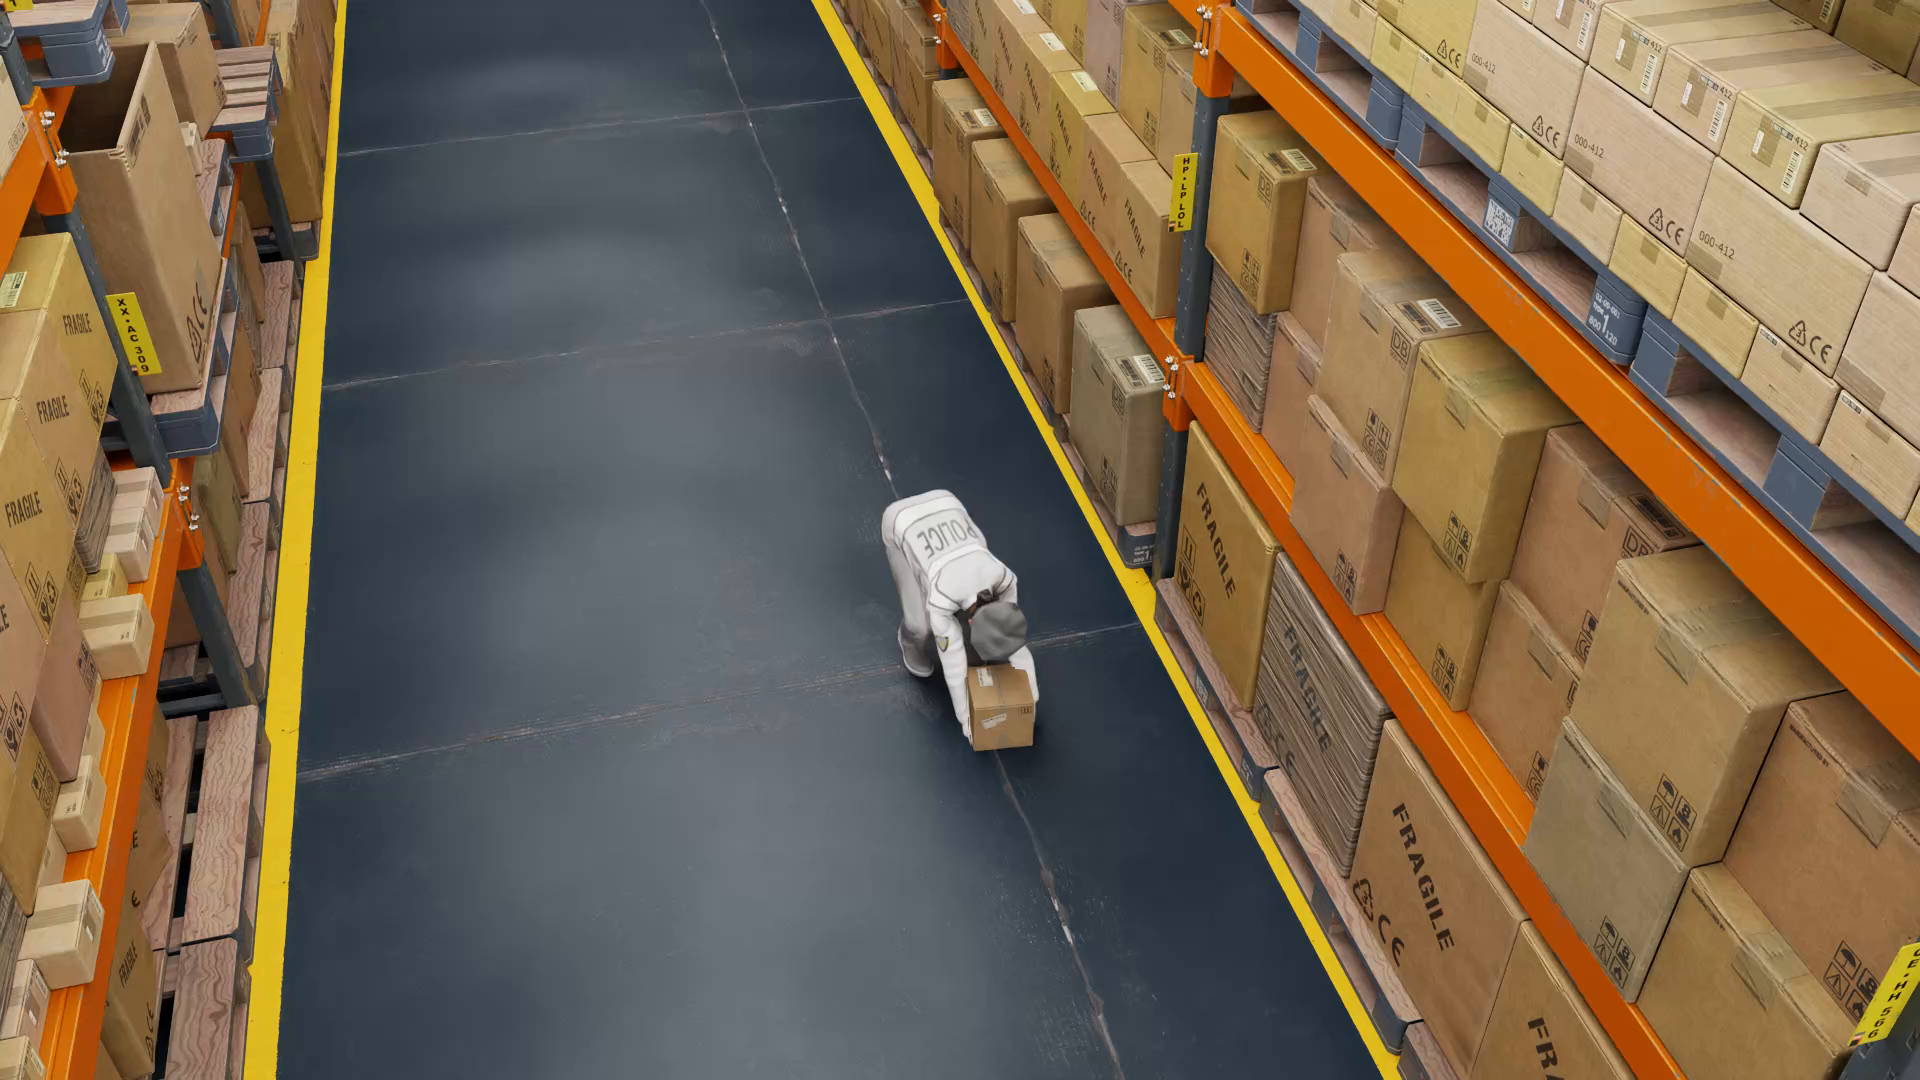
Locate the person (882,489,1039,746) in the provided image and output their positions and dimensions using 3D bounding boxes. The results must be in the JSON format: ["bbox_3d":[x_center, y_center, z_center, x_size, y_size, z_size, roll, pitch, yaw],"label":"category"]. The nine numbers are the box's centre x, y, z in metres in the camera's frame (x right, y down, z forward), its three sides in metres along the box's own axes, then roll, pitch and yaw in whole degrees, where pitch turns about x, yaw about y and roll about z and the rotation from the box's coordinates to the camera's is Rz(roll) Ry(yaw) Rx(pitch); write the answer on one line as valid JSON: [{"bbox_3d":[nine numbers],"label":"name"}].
[{"bbox_3d":[-0.015,0.318,7.066,0.452,0.818,0.950,-15,41,-19],"label":"person"}]
